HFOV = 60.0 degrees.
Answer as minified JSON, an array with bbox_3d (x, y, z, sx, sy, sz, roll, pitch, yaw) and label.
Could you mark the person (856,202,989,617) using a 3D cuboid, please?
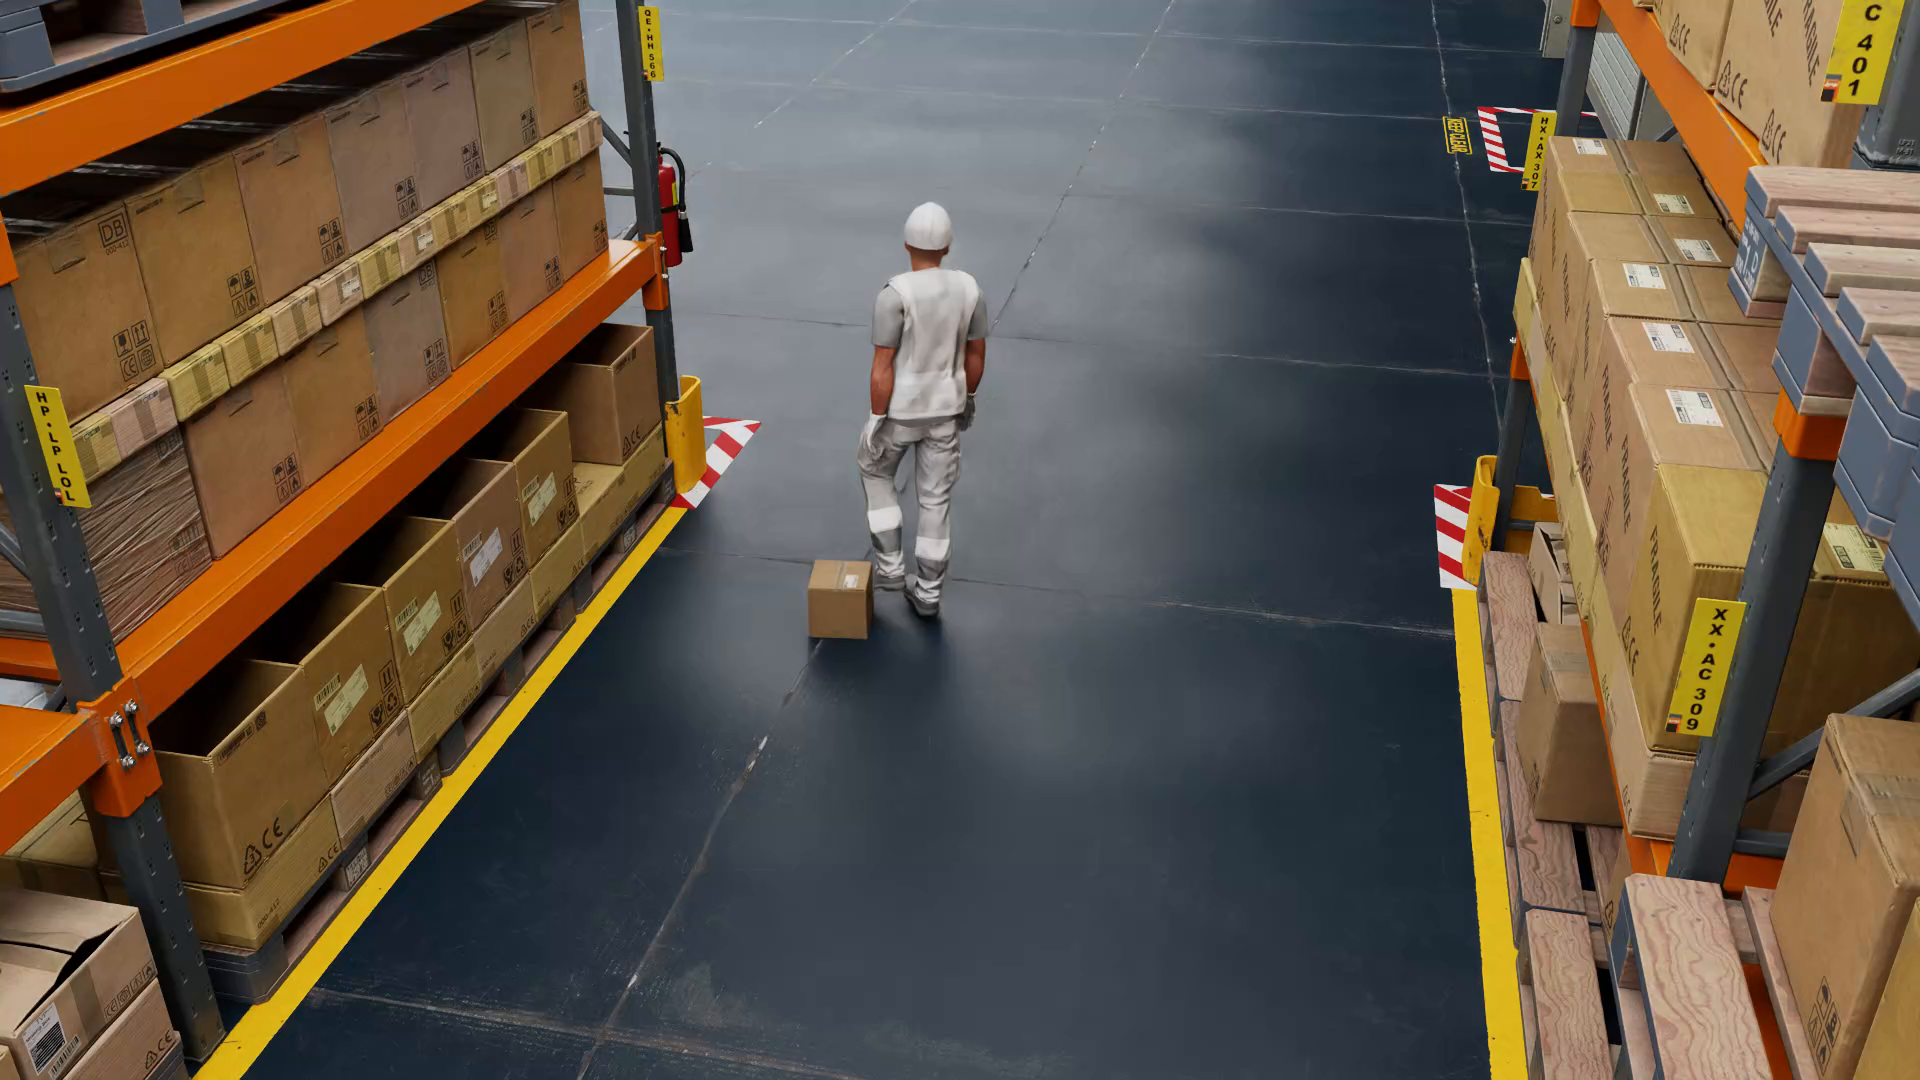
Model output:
[{"bbox_3d":[-0.173,-0.550,7.073,0.614,1.776,0.480,-10,30,-18],"label":"person"}]
